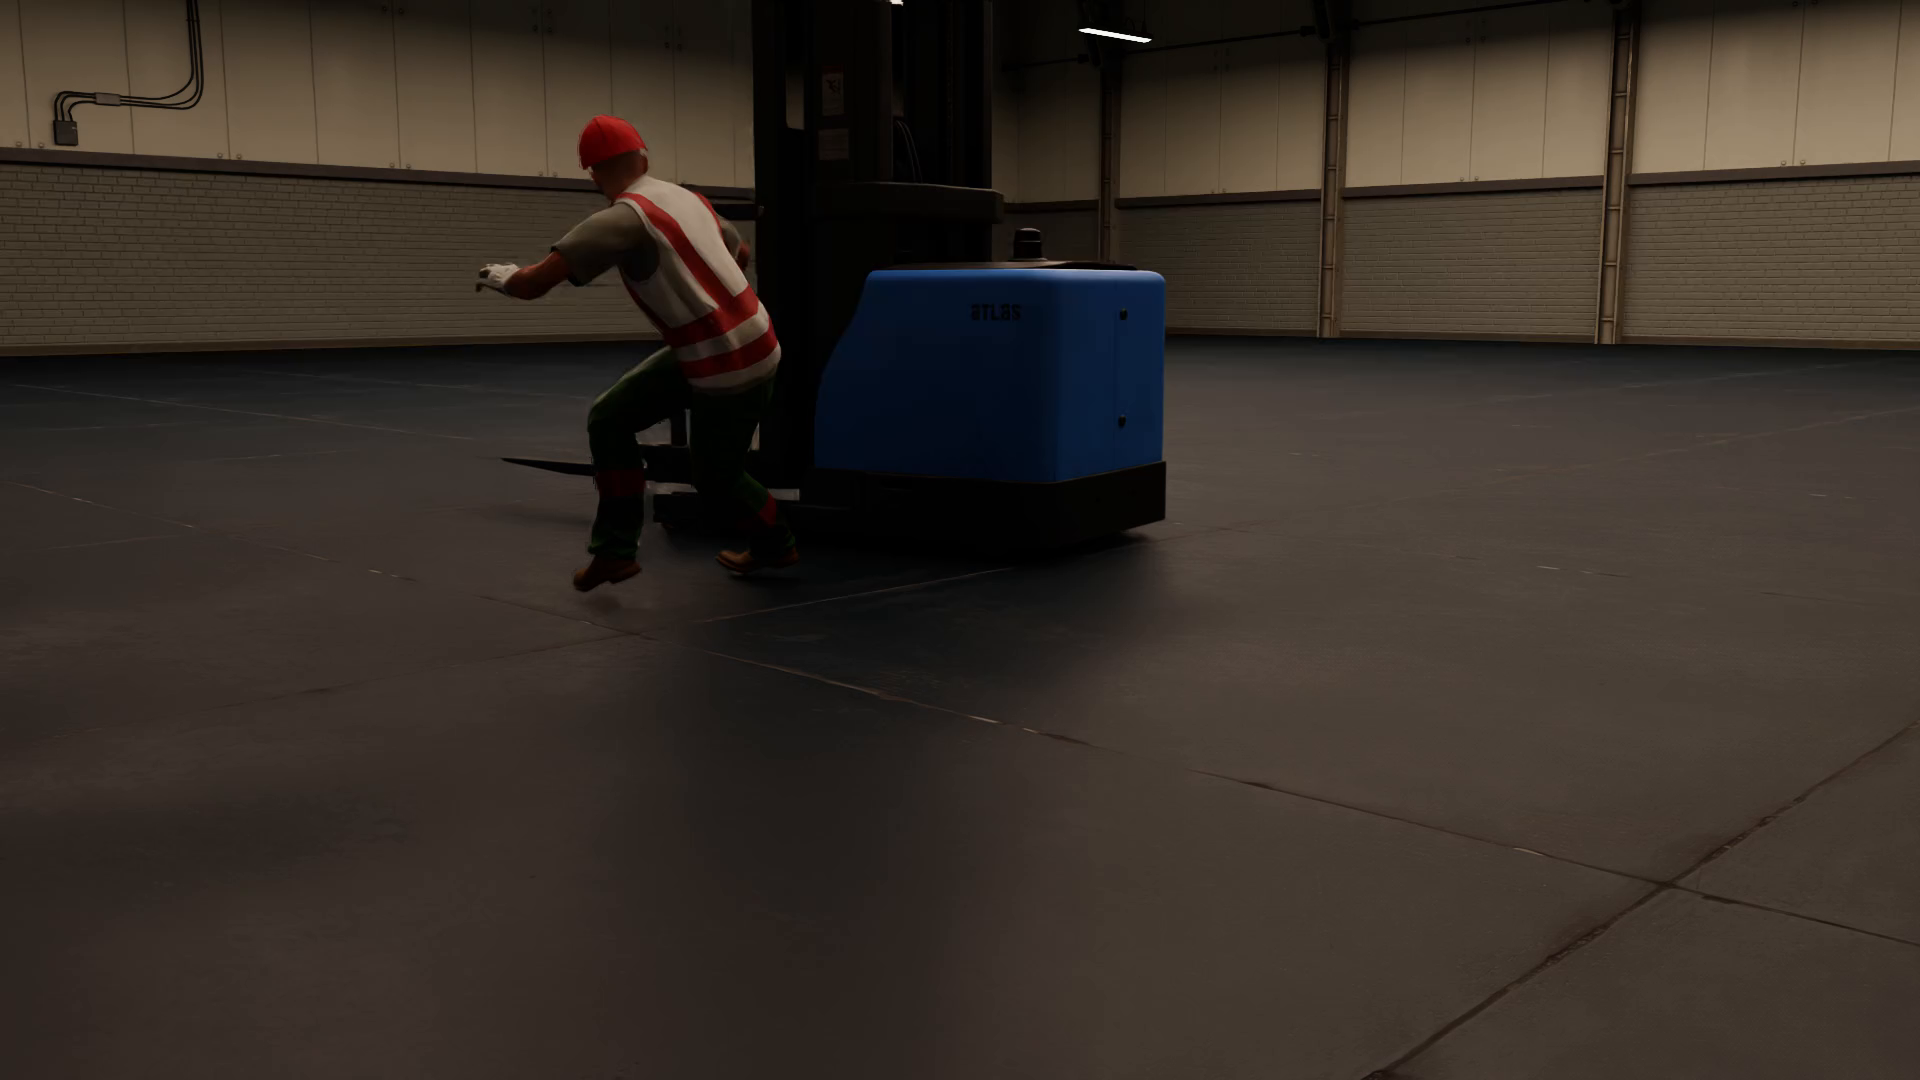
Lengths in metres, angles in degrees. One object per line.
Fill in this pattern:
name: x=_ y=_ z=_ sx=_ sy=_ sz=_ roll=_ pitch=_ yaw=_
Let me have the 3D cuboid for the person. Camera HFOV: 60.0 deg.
person: x=-1.030 y=-0.582 z=5.362 sx=0.948 sy=1.509 sz=1.000 roll=0 pitch=9 yaw=-1

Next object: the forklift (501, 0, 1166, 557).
forklift: x=-0.678 y=-1.527 z=7.016 sx=3.031 sy=2.935 sz=1.130 roll=5 pitch=10 yaw=32
